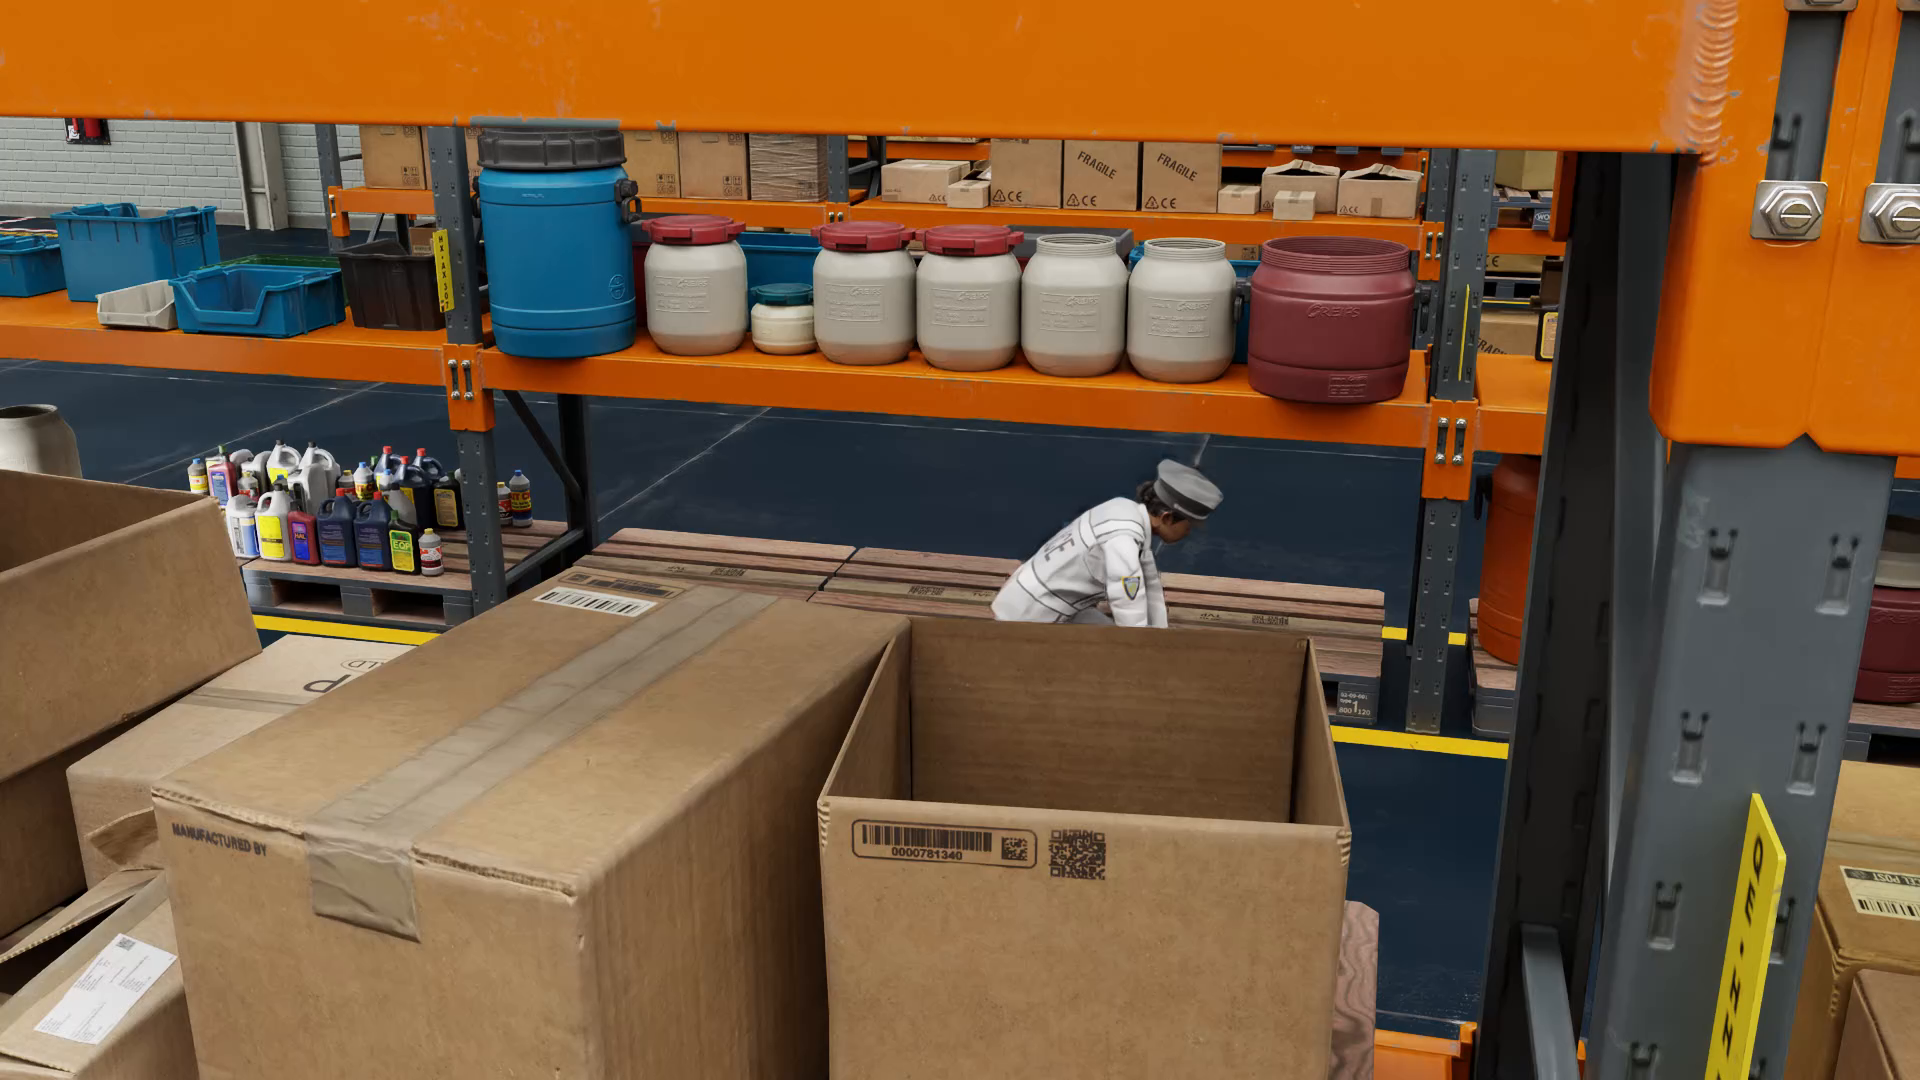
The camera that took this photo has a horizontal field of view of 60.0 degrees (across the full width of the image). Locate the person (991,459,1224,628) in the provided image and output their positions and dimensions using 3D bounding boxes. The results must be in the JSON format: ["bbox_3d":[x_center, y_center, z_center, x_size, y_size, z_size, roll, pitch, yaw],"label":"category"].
[{"bbox_3d":[0.513,0.304,5.868,0.780,1.213,0.527,5,19,13],"label":"person"}]
